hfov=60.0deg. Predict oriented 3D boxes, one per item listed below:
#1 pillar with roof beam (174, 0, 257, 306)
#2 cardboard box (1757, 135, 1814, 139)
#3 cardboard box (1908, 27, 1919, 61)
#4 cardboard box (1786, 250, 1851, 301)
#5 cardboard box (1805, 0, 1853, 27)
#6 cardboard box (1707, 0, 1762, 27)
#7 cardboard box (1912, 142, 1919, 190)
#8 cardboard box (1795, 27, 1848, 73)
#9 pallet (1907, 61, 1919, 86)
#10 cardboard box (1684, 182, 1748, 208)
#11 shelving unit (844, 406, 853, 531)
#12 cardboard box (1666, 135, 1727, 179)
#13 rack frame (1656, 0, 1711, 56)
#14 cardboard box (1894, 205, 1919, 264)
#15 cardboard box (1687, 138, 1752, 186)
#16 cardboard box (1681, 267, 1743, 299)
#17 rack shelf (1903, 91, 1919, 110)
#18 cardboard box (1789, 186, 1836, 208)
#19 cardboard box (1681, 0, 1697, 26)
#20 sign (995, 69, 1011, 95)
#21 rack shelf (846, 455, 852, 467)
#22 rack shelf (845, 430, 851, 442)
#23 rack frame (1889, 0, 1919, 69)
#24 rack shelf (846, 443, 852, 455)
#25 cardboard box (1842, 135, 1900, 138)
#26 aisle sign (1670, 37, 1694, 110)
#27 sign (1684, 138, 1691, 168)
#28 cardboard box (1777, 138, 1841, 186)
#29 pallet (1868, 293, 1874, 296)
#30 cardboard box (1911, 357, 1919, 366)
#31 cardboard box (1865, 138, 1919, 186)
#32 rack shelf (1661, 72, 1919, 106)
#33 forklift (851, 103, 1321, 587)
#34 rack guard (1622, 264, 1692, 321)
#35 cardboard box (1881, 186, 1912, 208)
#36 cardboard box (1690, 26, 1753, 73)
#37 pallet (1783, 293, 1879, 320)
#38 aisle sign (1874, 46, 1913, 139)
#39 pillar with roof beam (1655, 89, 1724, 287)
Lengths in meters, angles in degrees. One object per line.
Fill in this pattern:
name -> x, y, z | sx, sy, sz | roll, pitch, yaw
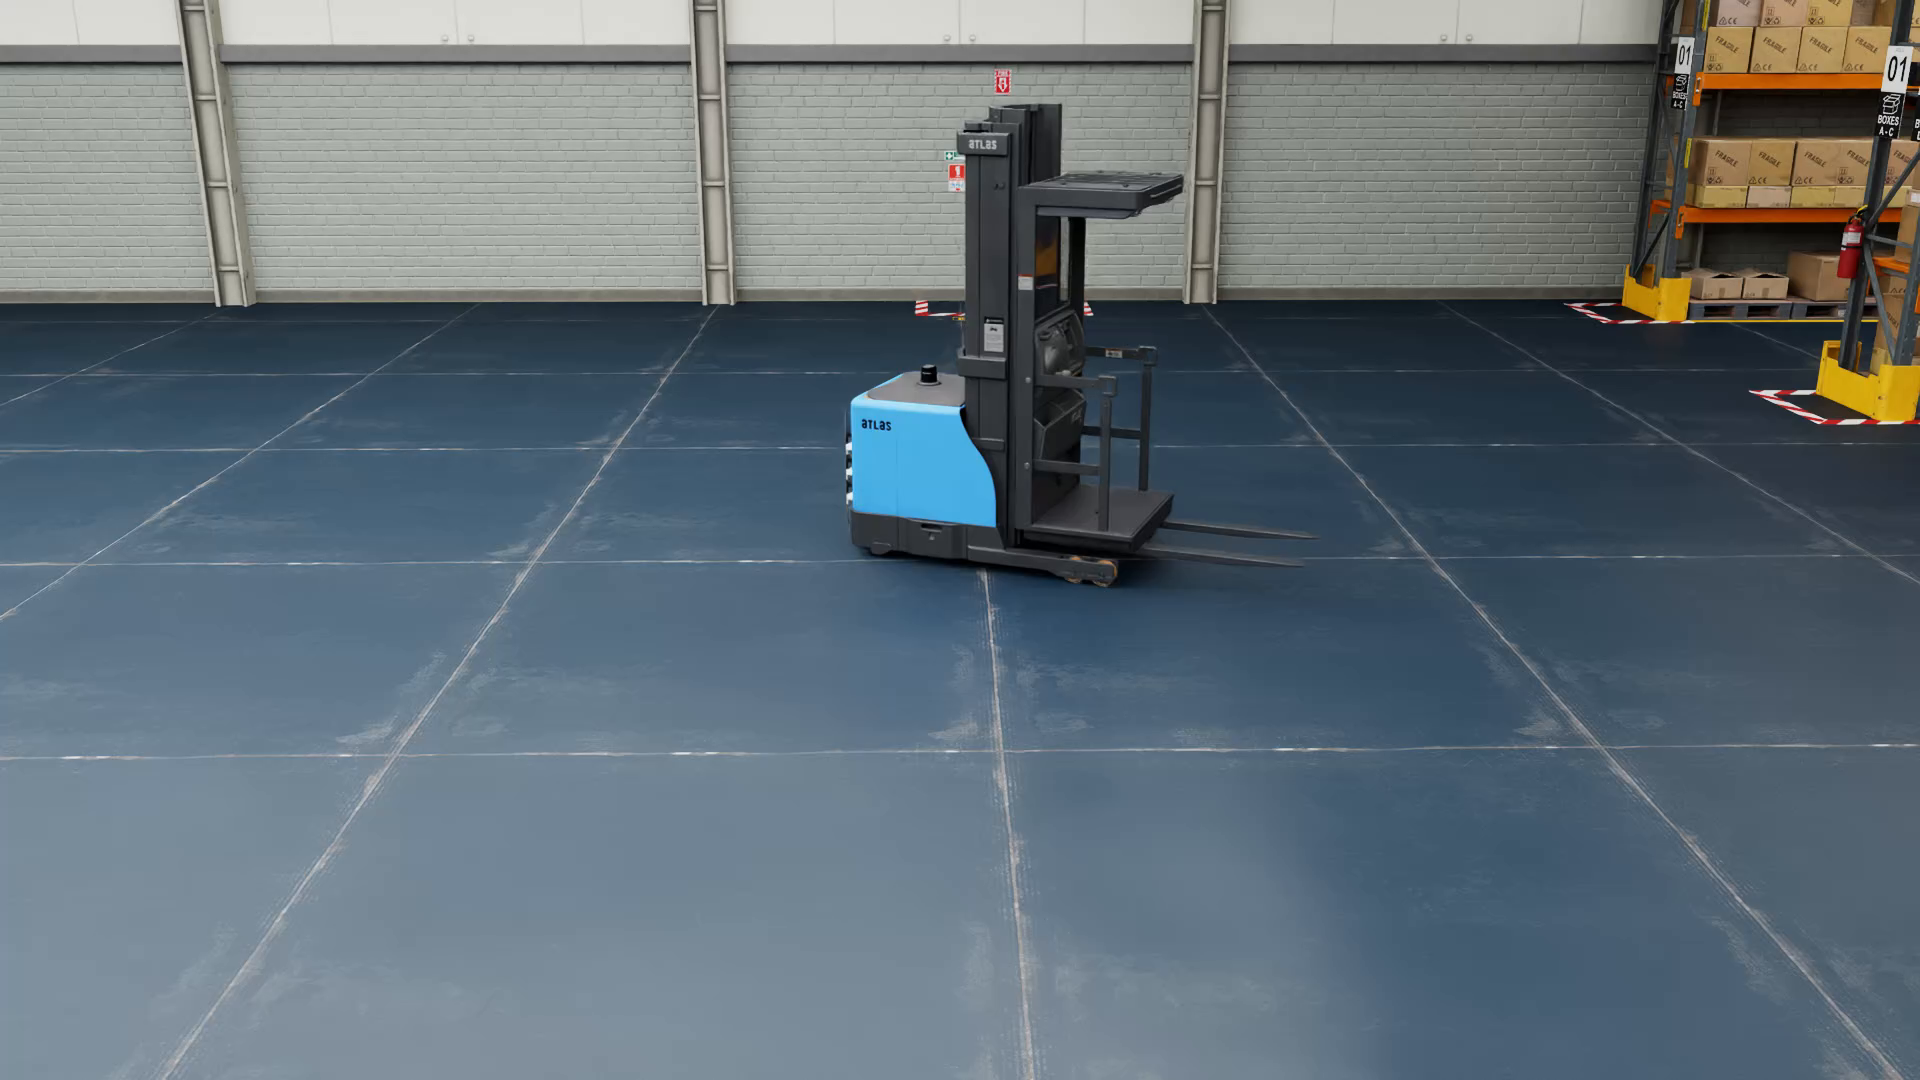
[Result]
pillar with roof beam -> -8.930, -5.903, 15.218 | 0.400, 9.000, 9.100 | 0, 18, -1
cardboard box -> 9.802, -4.546, 19.794 | 0.500, 0.500, 0.500 | -1, 18, -2
cardboard box -> 10.753, -5.595, 18.970 | 0.500, 0.500, 0.500 | -1, 18, -3
cardboard box -> 10.311, -3.167, 19.881 | 0.500, 0.500, 0.700 | -1, 18, -4
cardboard box -> 9.717, -6.063, 18.792 | 0.500, 0.500, 0.500 | 0, 18, 1
cardboard box -> 8.703, -6.070, 18.815 | 0.500, 0.500, 0.500 | -2, 18, -5
cardboard box -> 8.915, -3.332, 14.735 | 0.500, 0.500, 0.700 | 0, 18, -1
cardboard box -> 9.708, -5.587, 18.945 | 0.500, 0.500, 0.500 | 1, 18, 2
pallet -> 9.103, -4.049, 14.494 | 1.213, 0.211, 1.003 | 0, 18, -1
cardboard box -> 8.806, -4.024, 19.394 | 0.500, 0.250, 0.500 | -1, 18, -2
shelving unit -> -0.657, -0.513, 11.675 | 0.210, 0.900, 0.258 | 7, 19, 20
cardboard box -> 8.781, -4.543, 19.784 | 0.500, 0.500, 0.500 | 0, 18, -1
rack frame -> 8.313, -7.037, 18.753 | 0.127, 3.000, 1.000 | 0, 18, -1
cardboard box -> 8.862, -2.714, 14.933 | 0.500, 0.500, 0.700 | 0, 18, -1
cardboard box -> 8.796, -4.386, 19.296 | 0.500, 0.500, 0.500 | 0, 18, -1
cardboard box -> 9.007, -3.086, 19.938 | 0.500, 0.311, 0.500 | -2, 18, -7
rack shelf -> 10.395, -3.763, 14.635 | 4.000, 0.370, 1.077 | 0, 18, -1
cardboard box -> 9.835, -4.032, 19.418 | 0.500, 0.250, 0.500 | -1, 18, -2
cardboard box -> 8.740, -6.224, 19.295 | 0.500, 0.500, 0.500 | 1, 18, 2
sign -> 0.519, -5.553, 20.153 | 0.199, 0.298, 0.001 | 0, 18, -1
rack shelf -> -0.657, -0.567, 11.657 | 0.200, 0.077, 0.258 | 7, 19, 20
rack shelf -> -0.657, -0.739, 11.602 | 0.200, 0.077, 0.258 | 7, 19, 20
rack frame -> 8.395, -5.524, 14.037 | 0.127, 3.000, 1.000 | 0, 18, -1
rack shelf -> -0.657, -0.653, 11.630 | 0.200, 0.077, 0.258 | 7, 19, 20
cardboard box -> 10.824, -4.555, 19.820 | 0.500, 0.500, 0.500 | 0, 18, 1
aisle sign -> 8.246, -5.327, 18.986 | 0.004, 0.787, 0.394 | 0, 18, -1
sign -> 8.322, -4.427, 19.020 | 0.005, 0.325, 0.100 | 0, 18, -1
cardboard box -> 9.807, -4.386, 19.295 | 0.500, 0.500, 0.500 | -1, 18, -3
pallet -> 11.642, -2.858, 20.112 | 1.213, 0.211, 1.003 | 0, 18, -1
cardboard box -> 8.935, -1.493, 15.105 | 0.500, 0.250, 0.500 | 0, 18, -1
cardboard box -> 10.842, -4.395, 19.323 | 0.500, 0.500, 0.500 | -1, 18, -2
rack shelf -> 10.313, -5.276, 19.351 | 4.000, 0.370, 1.077 | 0, 18, -1
forklift -> 0.835, -1.281, 10.743 | 3.031, 2.935, 1.130 | 7, 19, 20
rack guard -> 8.389, -2.991, 20.052 | 0.348, 0.500, 1.175 | 0, 18, -1
cardboard box -> 10.843, -4.036, 19.432 | 0.500, 0.250, 0.500 | 0, 18, -1
cardboard box -> 8.652, -5.591, 18.960 | 0.500, 0.500, 0.500 | 0, 18, 1
pallet -> 10.419, -2.851, 20.090 | 1.213, 0.211, 1.003 | 0, 18, -1
aisle sign -> 8.325, -3.995, 14.835 | 0.004, 0.787, 0.394 | 0, 18, -1
pillar with roof beam -> 9.068, -5.990, 15.488 | 0.400, 9.000, 9.100 | 0, 18, -1
